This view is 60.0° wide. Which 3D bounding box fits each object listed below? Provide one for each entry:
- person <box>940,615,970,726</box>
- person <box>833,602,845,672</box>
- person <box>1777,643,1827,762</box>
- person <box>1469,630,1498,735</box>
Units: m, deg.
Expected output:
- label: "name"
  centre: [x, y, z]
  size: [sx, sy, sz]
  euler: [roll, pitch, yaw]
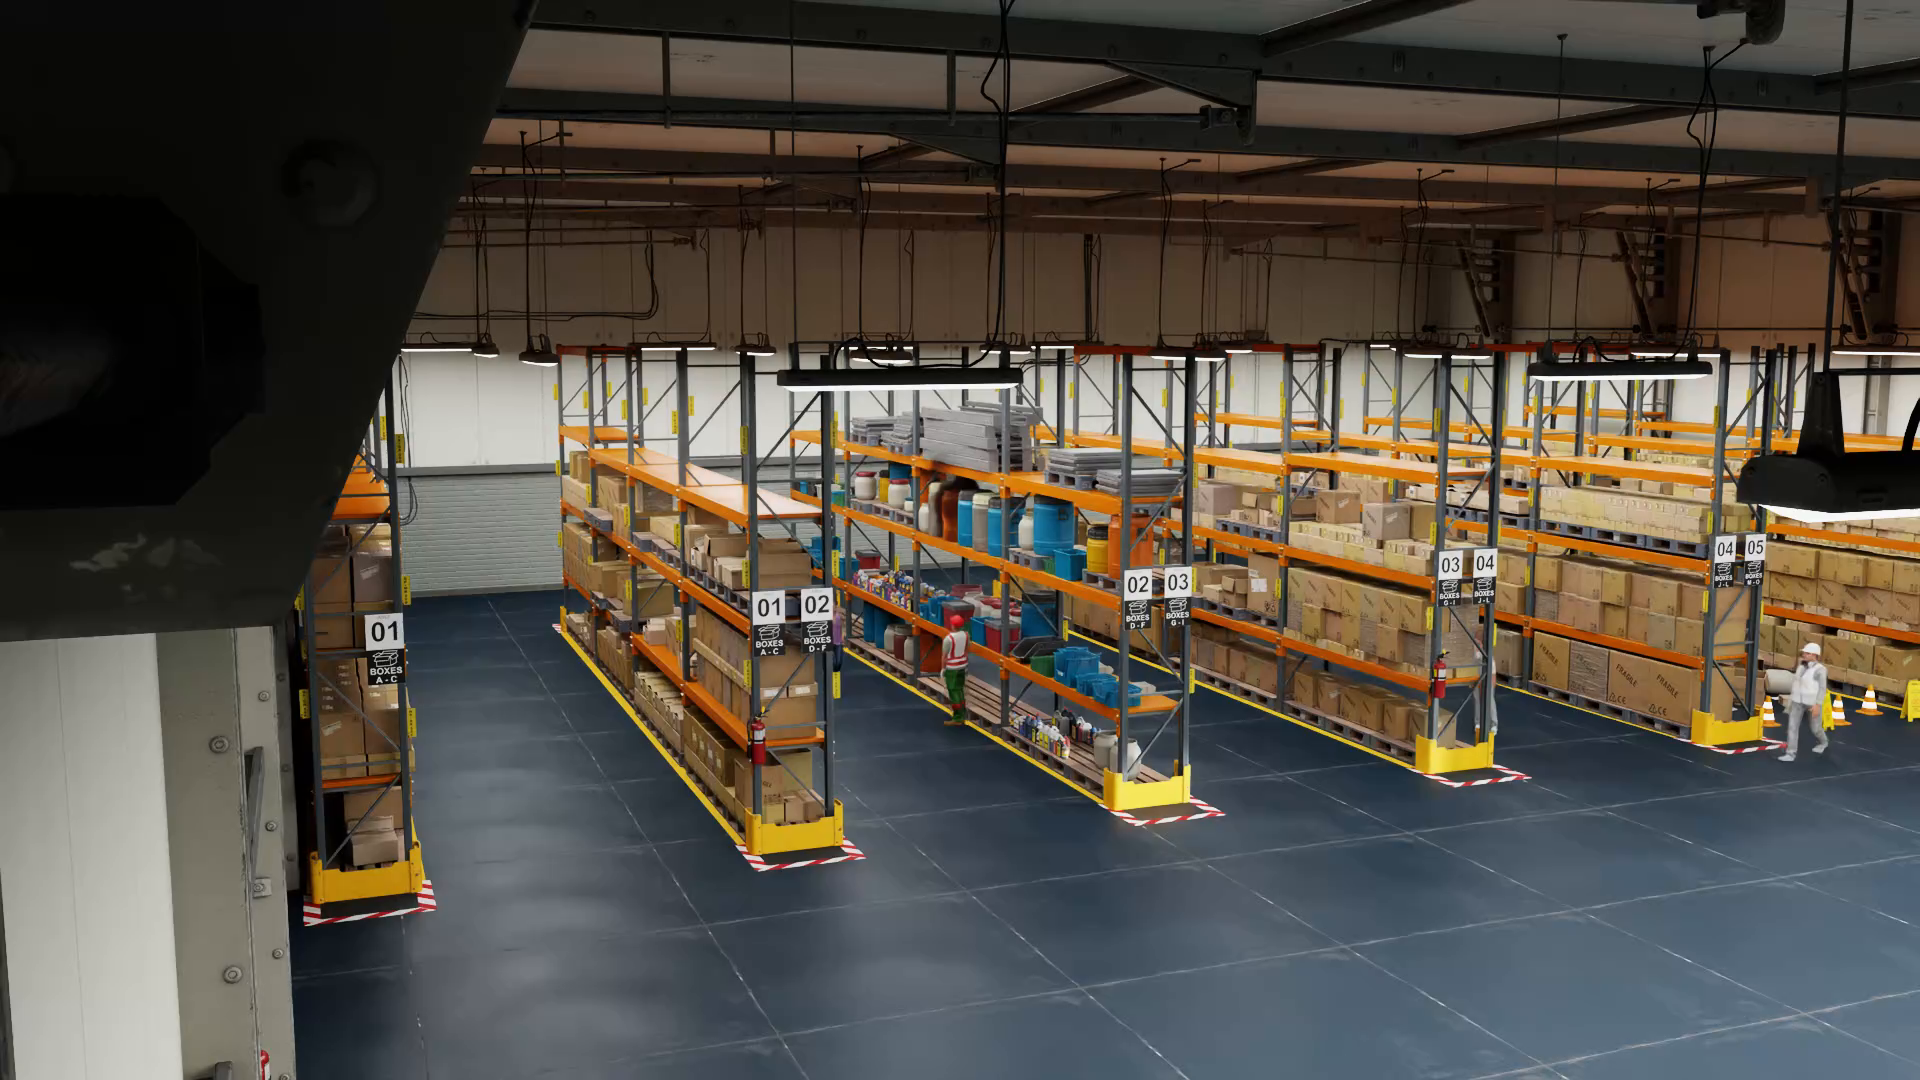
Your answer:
- label: "person"
  centre: [-0.050, 2.061, 26.409]
  size: [0.379, 1.808, 0.657]
  euler: [6, 9, 37]
- label: "person"
  centre: [-2.246, 1.848, 29.040]
  size: [0.546, 1.561, 0.445]
  euler: [-2, 8, -18]
- label: "person"
  centre: [12.464, 2.377, 24.421]
  size: [0.973, 1.747, 0.507]
  euler: [-7, 10, -44]
- label: "person"
  centre: [8.214, 2.226, 26.119]
  size: [0.507, 1.607, 0.397]
  euler: [4, 8, 27]
